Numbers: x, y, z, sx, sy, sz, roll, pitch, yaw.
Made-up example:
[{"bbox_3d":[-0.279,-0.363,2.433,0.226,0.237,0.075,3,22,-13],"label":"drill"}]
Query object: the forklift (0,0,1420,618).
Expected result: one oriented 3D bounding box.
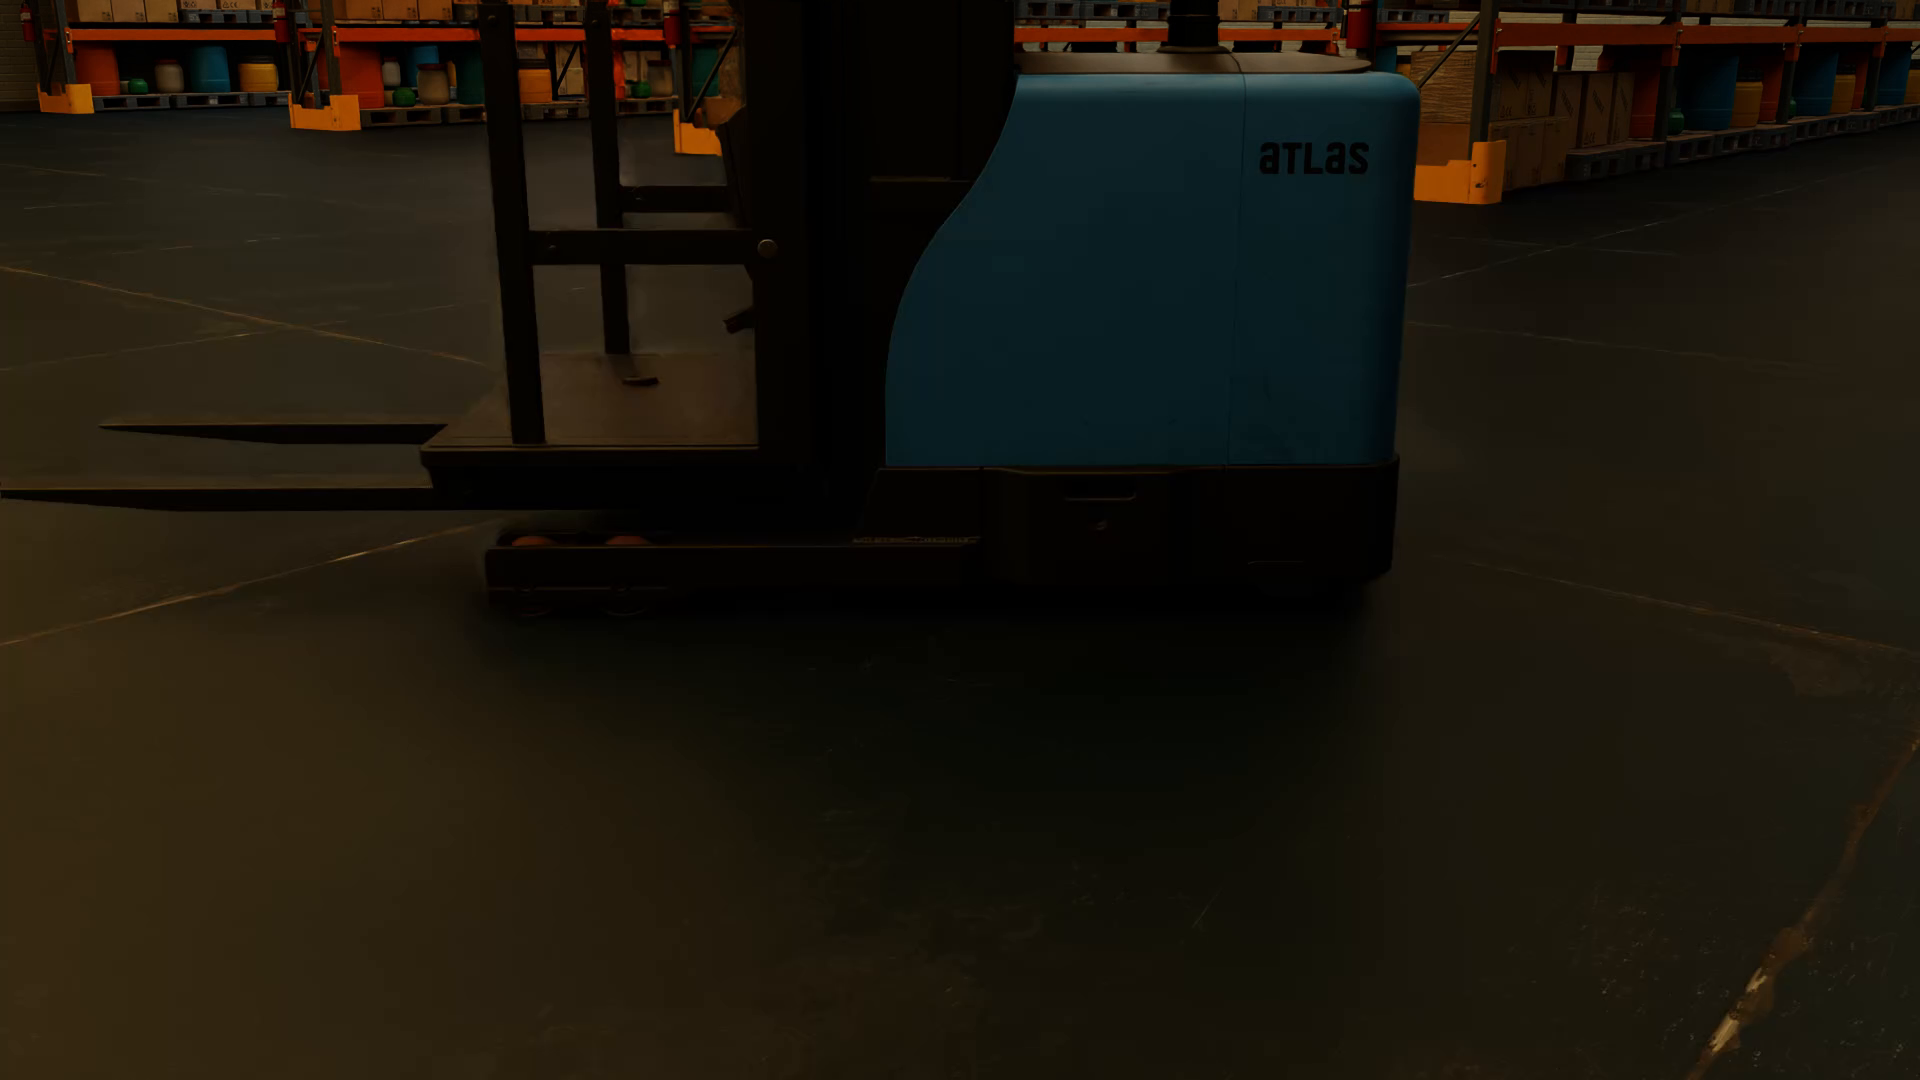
[{"bbox_3d":[-0.611,-1.398,3.503,3.031,2.935,1.130,0,17,-1],"label":"forklift"}]
